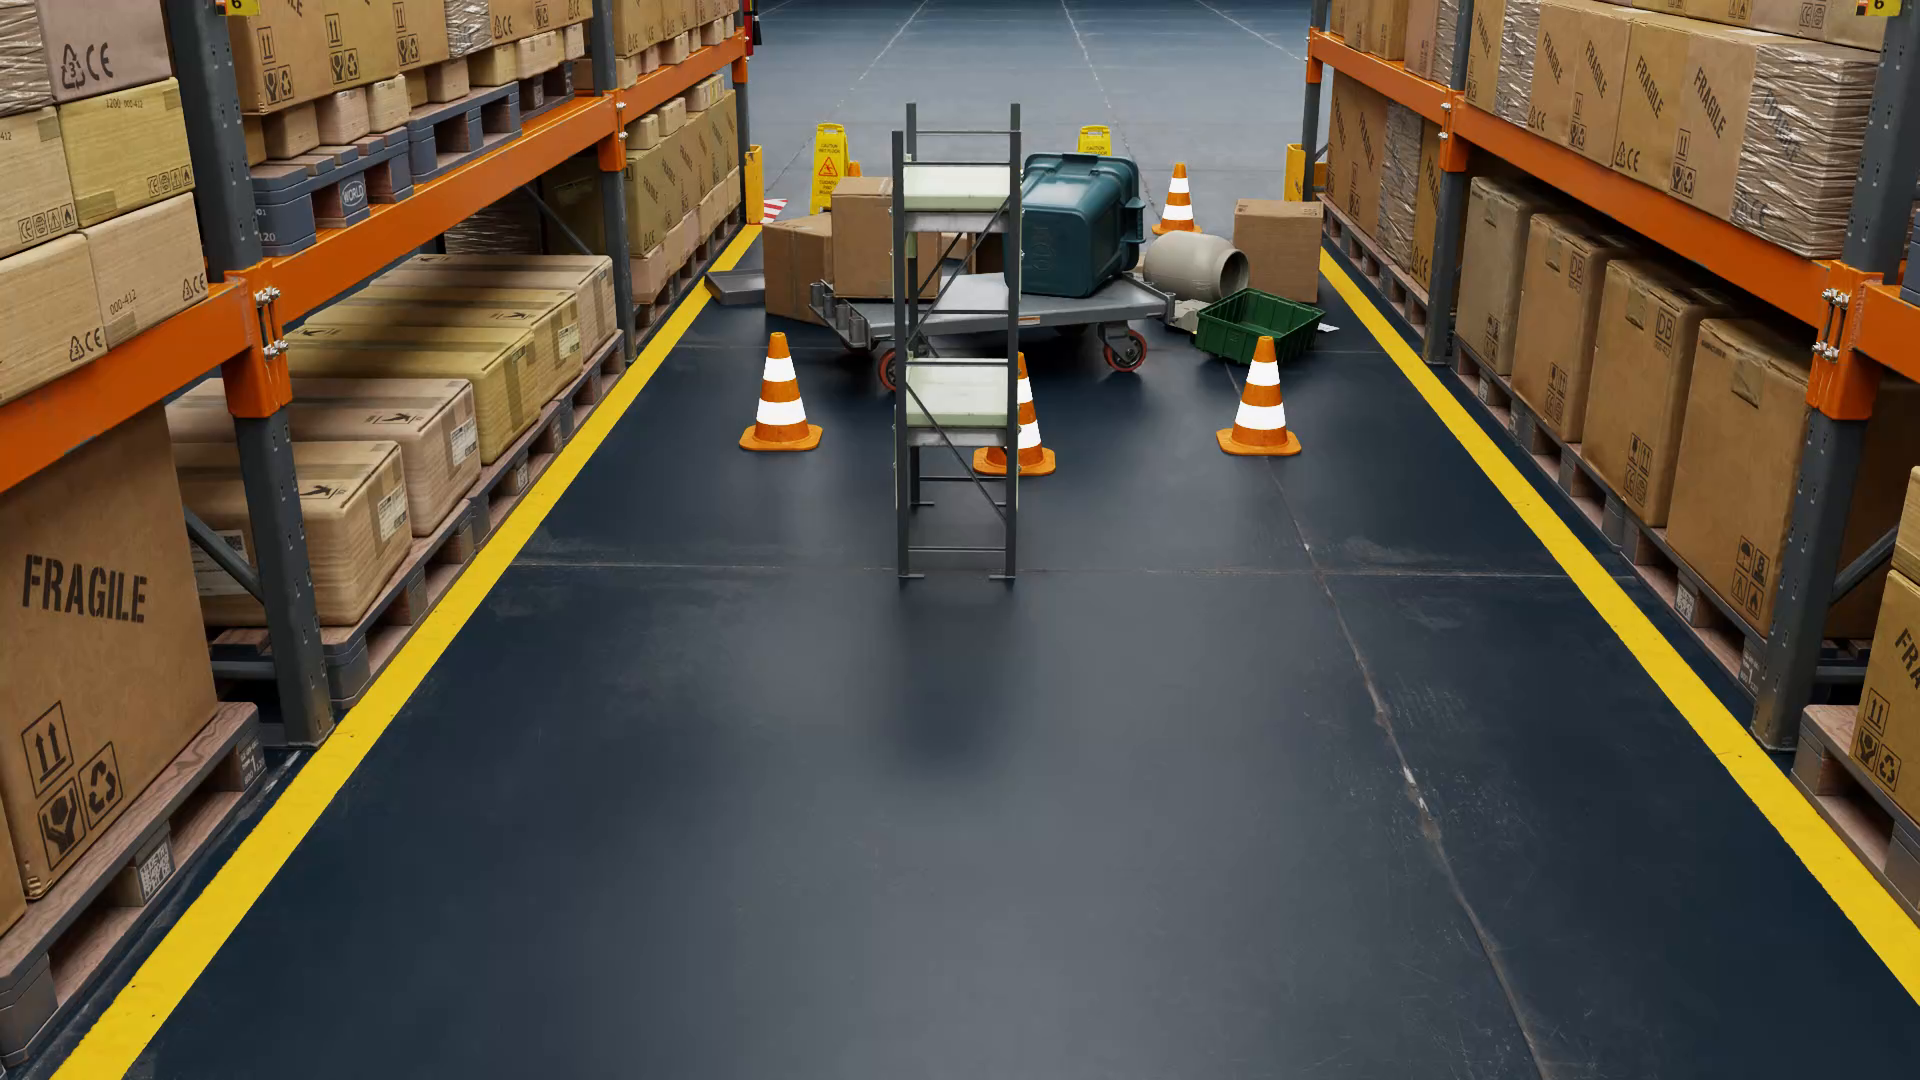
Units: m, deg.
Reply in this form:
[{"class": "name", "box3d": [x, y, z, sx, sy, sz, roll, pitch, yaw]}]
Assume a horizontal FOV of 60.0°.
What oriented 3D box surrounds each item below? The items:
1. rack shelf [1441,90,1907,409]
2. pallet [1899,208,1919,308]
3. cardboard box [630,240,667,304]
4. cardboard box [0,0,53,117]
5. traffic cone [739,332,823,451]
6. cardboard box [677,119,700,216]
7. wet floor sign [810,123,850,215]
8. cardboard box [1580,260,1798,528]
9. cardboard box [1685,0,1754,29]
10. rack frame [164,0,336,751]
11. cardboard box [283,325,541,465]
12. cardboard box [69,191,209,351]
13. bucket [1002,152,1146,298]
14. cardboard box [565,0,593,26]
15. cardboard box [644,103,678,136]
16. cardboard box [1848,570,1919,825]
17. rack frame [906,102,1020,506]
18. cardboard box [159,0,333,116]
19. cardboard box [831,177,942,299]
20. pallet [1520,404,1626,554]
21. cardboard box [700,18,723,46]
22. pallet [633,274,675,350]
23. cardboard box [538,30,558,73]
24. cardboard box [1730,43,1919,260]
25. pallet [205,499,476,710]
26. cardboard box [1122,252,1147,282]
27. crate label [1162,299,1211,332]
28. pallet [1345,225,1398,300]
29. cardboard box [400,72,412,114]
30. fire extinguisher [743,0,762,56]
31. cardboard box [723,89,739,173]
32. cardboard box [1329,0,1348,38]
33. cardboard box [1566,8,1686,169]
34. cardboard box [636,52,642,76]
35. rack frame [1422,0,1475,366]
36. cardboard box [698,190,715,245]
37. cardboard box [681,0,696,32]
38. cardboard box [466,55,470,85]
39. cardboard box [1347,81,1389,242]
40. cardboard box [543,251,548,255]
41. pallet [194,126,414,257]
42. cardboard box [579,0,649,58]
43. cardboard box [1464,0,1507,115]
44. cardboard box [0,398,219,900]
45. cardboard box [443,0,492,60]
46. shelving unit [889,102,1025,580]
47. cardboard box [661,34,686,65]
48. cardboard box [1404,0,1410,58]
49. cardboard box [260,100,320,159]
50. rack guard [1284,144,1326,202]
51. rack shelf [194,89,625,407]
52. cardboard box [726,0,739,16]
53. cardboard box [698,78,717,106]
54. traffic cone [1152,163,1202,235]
[{"class": "rack shelf", "box3d": [2.761, -1.221, 6.023, 1.077, 0.370, 4.000, 1, 21, 2]}, {"class": "pallet", "box3d": [2.785, -0.485, 3.397, 1.213, 0.211, 1.003, 1, 21, 2]}, {"class": "cardboard box", "box3d": [-1.841, -1.421, 8.766, 0.500, 0.250, 0.500, 0, 21, -1]}, {"class": "cardboard box", "box3d": [-2.012, -0.988, 2.909, 0.500, 0.500, 0.500, 1, 21, 3]}, {"class": "traffic cone", "box3d": [-0.768, -0.651, 7.066, 0.336, 0.463, 0.334, 1, 21, 2]}, {"class": "cardboard box", "box3d": [-1.819, -2.152, 9.613, 0.500, 0.500, 0.500, 2, 21, 4]}, {"class": "wet floor sign", "box3d": [-0.932, -2.703, 12.103, 0.267, 0.644, 0.232, 8, 23, 20]}, {"class": "cardboard box", "box3d": [2.832, -0.515, 5.740, 1.050, 0.750, 0.750, 1, 21, 2]}, {"class": "cardboard box", "box3d": [2.751, -1.876, 5.198, 0.700, 0.500, 0.500, 0, 21, 1]}, {"class": "rack frame", "box3d": [-2.251, -0.851, 4.075, 1.000, 3.000, 0.127, 1, 21, 2]}, {"class": "cardboard box", "box3d": [-2.181, -0.567, 6.395, 0.950, 0.372, 0.625, 1, 21, 3]}, {"class": "cardboard box", "box3d": [-2.007, -0.595, 3.624, 0.500, 0.250, 0.500, 0, 21, 0]}, {"class": "bucket", "box3d": [0.521, -1.536, 8.266, 0.726, 0.611, 0.620, 8, 33, 20]}, {"class": "cardboard box", "box3d": [-1.914, -2.509, 7.218, 0.500, 0.500, 0.500, 0, 21, 1]}, {"class": "cardboard box", "box3d": [-1.764, -2.304, 9.107, 0.380, 0.149, 0.250, 1, 21, 4]}, {"class": "cardboard box", "box3d": [2.424, 0.390, 3.753, 0.500, 0.500, 0.500, 0, 21, -1]}, {"class": "rack frame", "box3d": [0.011, -0.834, 6.105, 0.400, 1.500, 0.023, 1, 21, 2]}, {"class": "cardboard box", "box3d": [-2.006, -1.392, 4.340, 0.500, 0.500, 0.500, 0, 21, 0]}, {"class": "cardboard box", "box3d": [-0.349, -1.476, 8.095, 0.500, 0.500, 0.500, 1, 21, 2]}, {"class": "pallet", "box3d": [2.839, -0.257, 6.400, 1.003, 0.211, 1.213, 1, 21, 2]}, {"class": "cardboard box", "box3d": [-1.709, -3.210, 10.503, 0.380, 0.149, 0.250, 1, 21, 3]}, {"class": "pallet", "box3d": [-2.144, -1.240, 8.934, 1.003, 0.211, 1.213, 1, 21, 2]}, {"class": "cardboard box", "box3d": [-1.867, -1.998, 6.798, 0.380, 0.149, 0.250, 0, 21, 1]}, {"class": "cardboard box", "box3d": [2.445, -1.045, 4.438, 0.500, 0.500, 0.500, 1, 21, 2]}, {"class": "pallet", "box3d": [-2.226, 0.167, 5.308, 1.003, 0.211, 1.213, 1, 21, 2]}, {"class": "cardboard box", "box3d": [1.033, -1.646, 9.905, 0.396, 0.266, 0.258, 4, 22, 11]}, {"class": "crate label", "box3d": [1.240, -1.204, 8.943, 0.298, 0.136, 0.250, -16, 26, -35]}, {"class": "pallet", "box3d": [2.957, -1.696, 10.107, 1.003, 0.211, 1.213, 1, 21, 2]}, {"class": "cardboard box", "box3d": [-2.000, -1.433, 5.341, 0.380, 0.149, 0.250, 2, 21, 5]}, {"class": "fire extinguisher", "box3d": [-1.543, -3.744, 11.638, 0.296, 0.674, 0.183, 1, 21, 2]}, {"class": "cardboard box", "box3d": [-1.771, -2.714, 11.062, 0.500, 0.500, 0.500, 1, 21, 2]}, {"class": "cardboard box", "box3d": [2.977, -3.661, 11.110, 0.875, 0.550, 0.550, 1, 21, 2]}, {"class": "cardboard box", "box3d": [2.489, -1.592, 5.847, 0.500, 0.500, 0.500, 1, 21, 2]}, {"class": "cardboard box", "box3d": [-1.866, -2.479, 8.618, 0.380, 0.149, 0.250, 1, 21, 1]}, {"class": "rack frame", "box3d": [2.822, -2.279, 7.756, 1.000, 3.000, 0.127, 1, 21, 2]}, {"class": "cardboard box", "box3d": [-1.797, -1.986, 10.220, 0.500, 0.250, 0.500, 0, 21, 0]}, {"class": "cardboard box", "box3d": [-1.821, -3.185, 9.540, 0.500, 0.500, 0.500, 1, 21, 2]}, {"class": "cardboard box", "box3d": [-2.025, -1.724, 6.092, 0.380, 0.149, 0.250, 0, 21, 0]}, {"class": "cardboard box", "box3d": [2.964, -2.367, 10.338, 0.875, 0.875, 0.875, 0, 21, 1]}, {"class": "cardboard box", "box3d": [-2.380, -1.428, 8.783, 0.500, 0.250, 0.500, 2, 21, 4]}, {"class": "pallet", "box3d": [-2.336, -1.020, 4.777, 1.213, 0.211, 1.003, 1, 21, 2]}, {"class": "cardboard box", "box3d": [-1.837, -2.638, 8.133, 0.500, 0.500, 0.500, 1, 21, 1]}, {"class": "cardboard box", "box3d": [2.537, -2.139, 7.256, 0.500, 0.500, 0.500, 1, 21, 2]}, {"class": "cardboard box", "box3d": [-2.355, 0.193, 3.742, 0.875, 0.875, 0.875, 0, 21, 1]}, {"class": "cardboard box", "box3d": [-1.965, -1.953, 5.787, 0.500, 0.500, 0.500, 0, 21, 0]}, {"class": "shelving unit", "box3d": [0.000, -0.702, 5.764, 0.431, 1.500, 0.755, 1, 21, 2]}, {"class": "cardboard box", "box3d": [-1.751, -2.753, 9.324, 0.380, 0.149, 0.250, 1, 21, 2]}, {"class": "cardboard box", "box3d": [2.949, -2.876, 9.086, 0.875, 0.550, 0.550, 1, 21, 2]}, {"class": "cardboard box", "box3d": [-2.013, -1.147, 4.605, 0.380, 0.149, 0.250, -1, 21, -2]}, {"class": "rack guard", "box3d": [2.944, -2.569, 11.958, 1.175, 0.500, 0.348, 1, 21, 2]}, {"class": "rack shelf", "box3d": [-2.190, -1.239, 6.069, 1.077, 0.370, 4.000, 1, 21, 2]}, {"class": "cardboard box", "box3d": [-1.749, -3.729, 10.945, 0.500, 0.500, 0.500, 0, 21, 1]}, {"class": "cardboard box", "box3d": [-1.726, -2.792, 10.366, 0.380, 0.149, 0.250, 1, 21, 3]}, {"class": "traffic cone", "box3d": [1.508, -2.366, 11.488, 0.336, 0.463, 0.334, 1, 21, 2]}]
